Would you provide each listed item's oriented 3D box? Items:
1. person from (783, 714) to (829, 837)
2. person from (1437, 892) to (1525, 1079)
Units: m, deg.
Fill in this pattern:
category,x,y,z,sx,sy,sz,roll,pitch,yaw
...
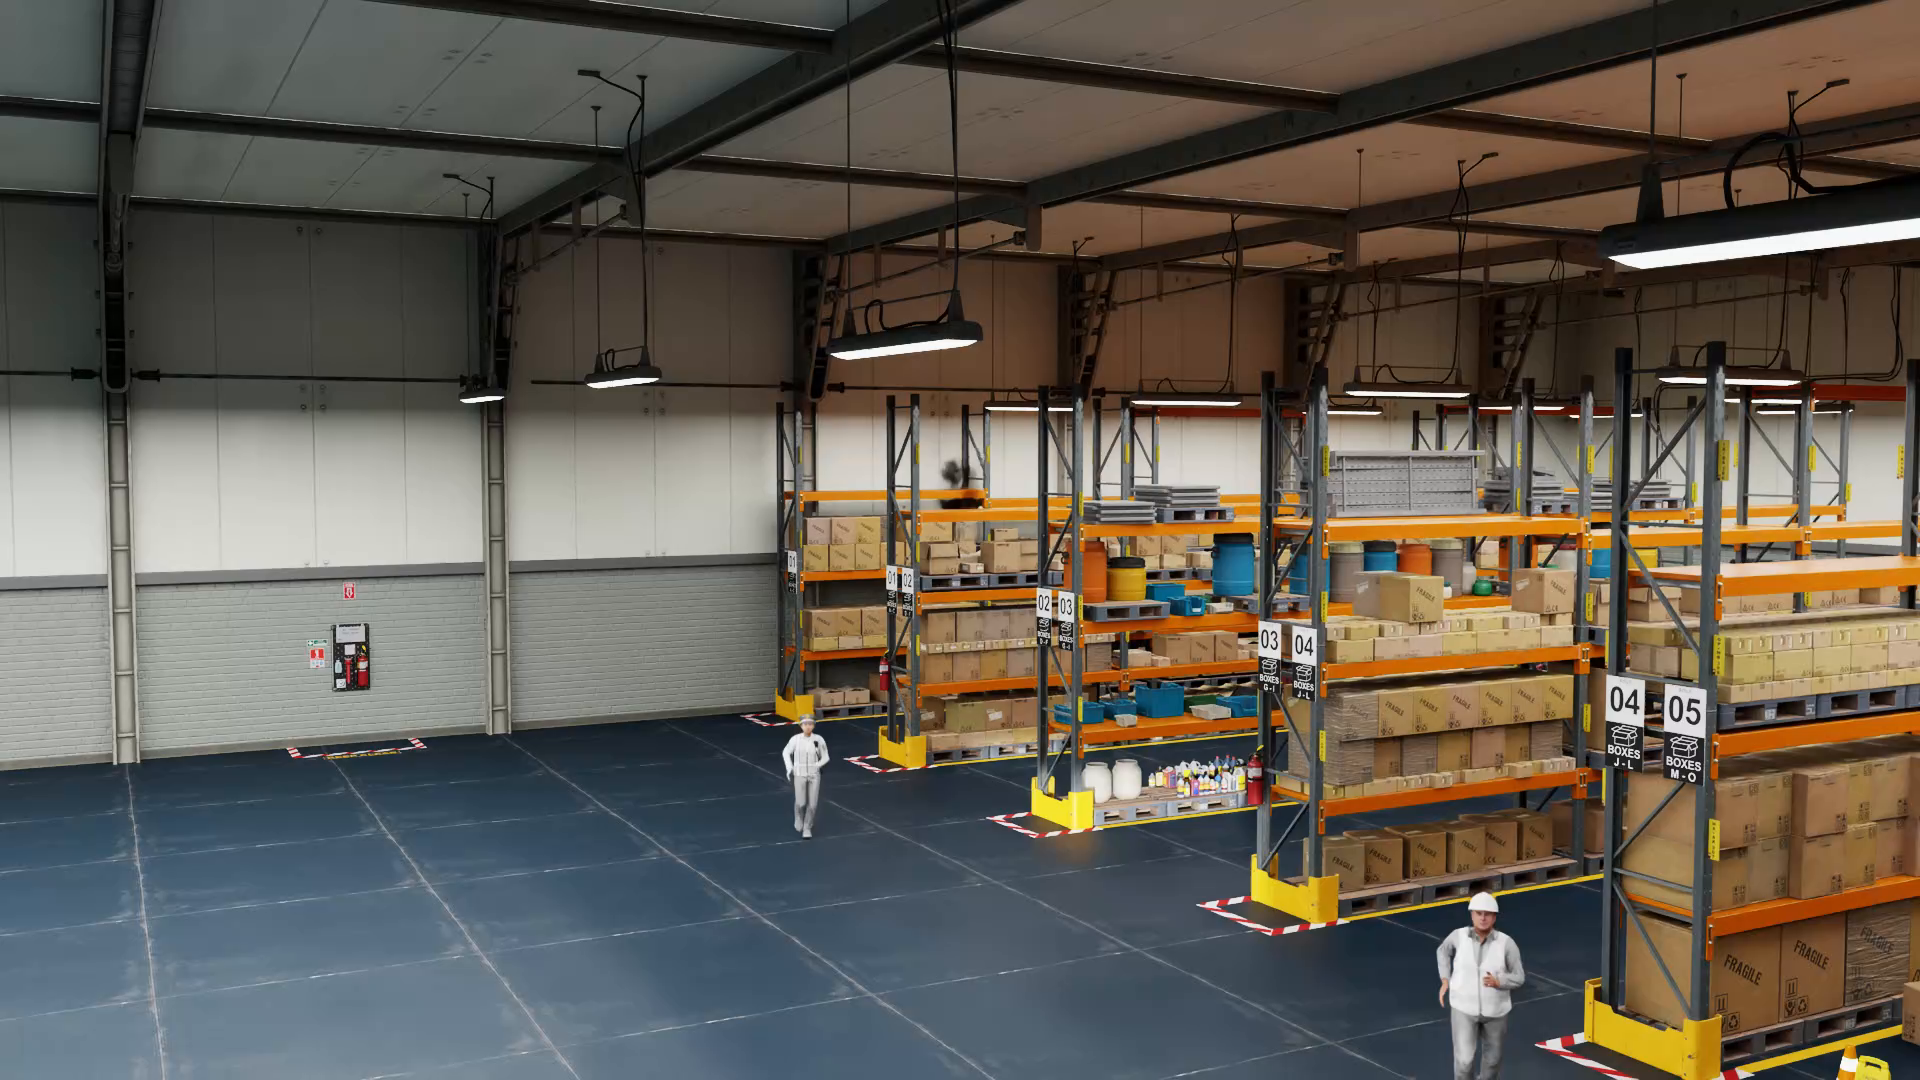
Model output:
category,x,y,z,sx,sy,sz,roll,pitch,yaw
person,-2.006,3.096,21.794,0.600,1.649,0.550,-1,3,-9
person,3.921,3.568,12.545,0.626,1.835,0.772,1,3,15
